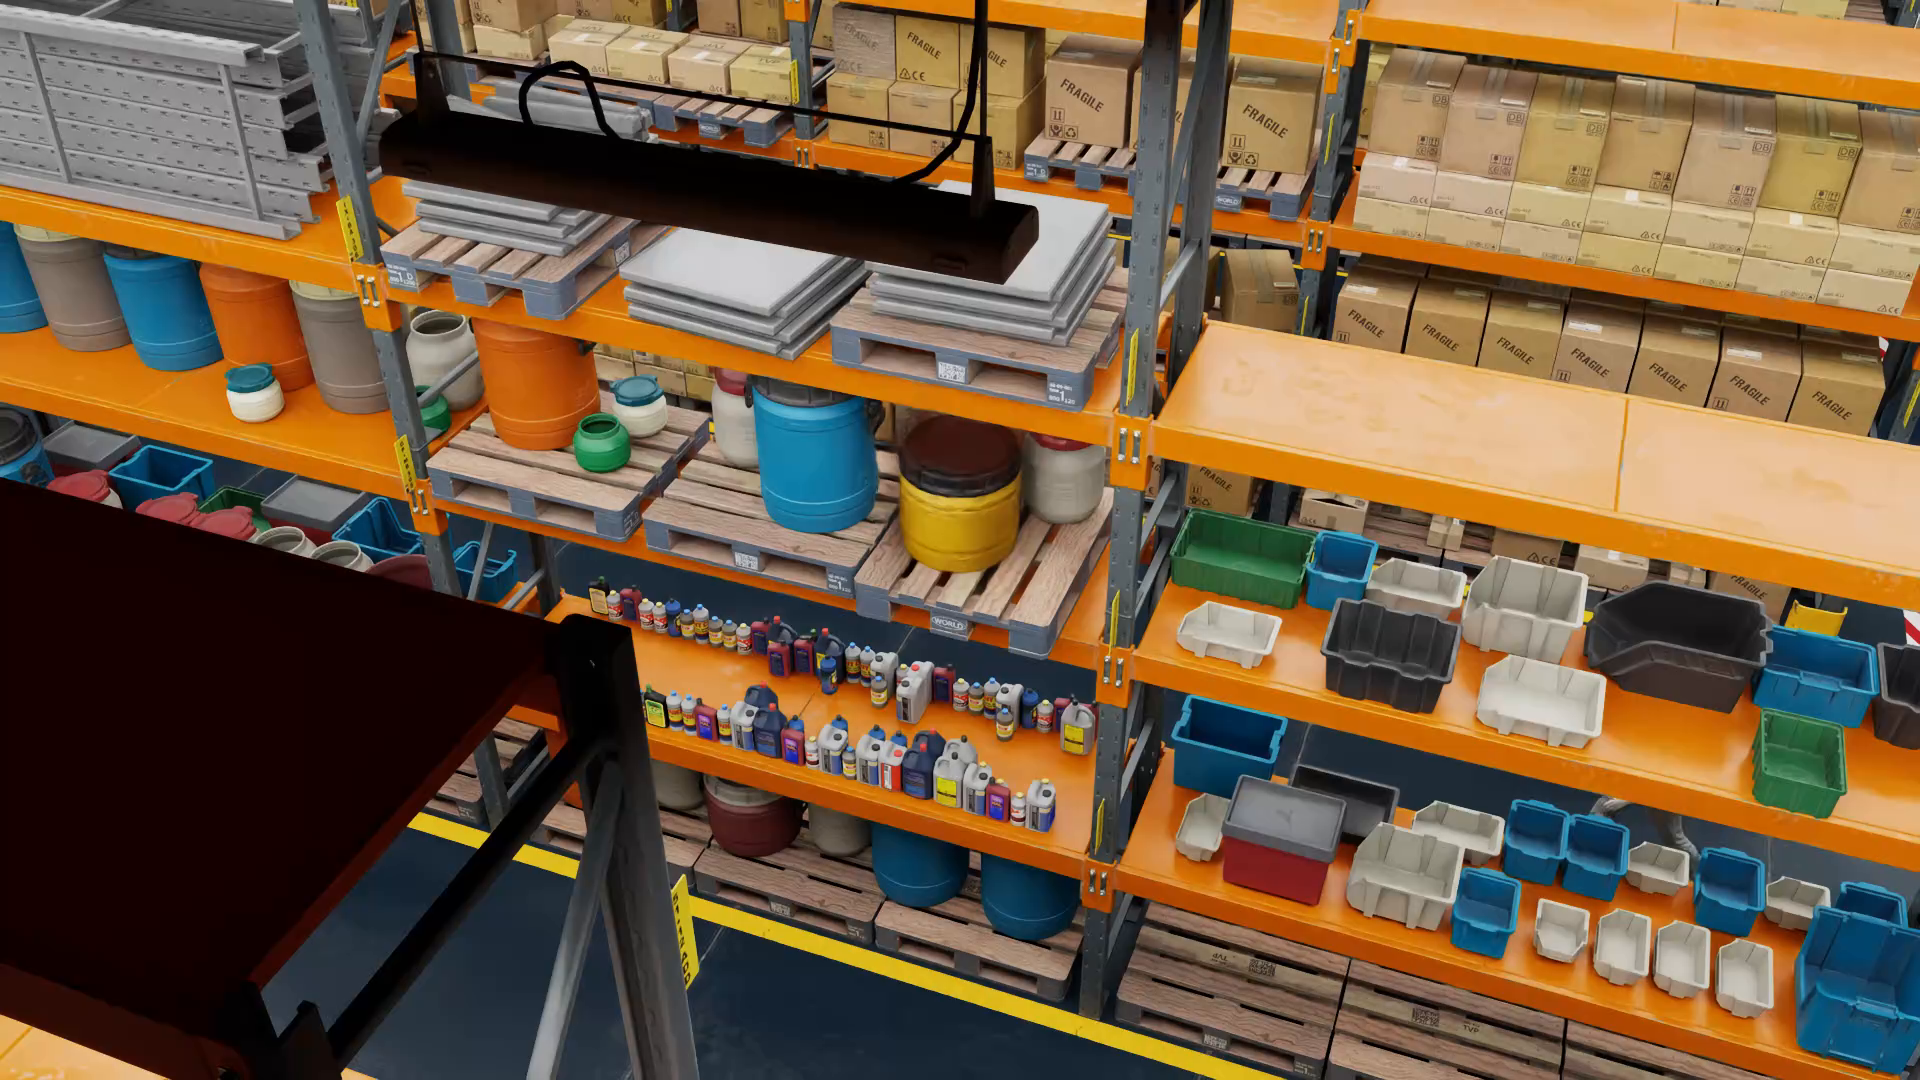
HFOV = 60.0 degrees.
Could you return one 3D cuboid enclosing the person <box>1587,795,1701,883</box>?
[{"bbox_3d":[4.169,1.435,10.046,1.023,1.624,0.540,11,38,14],"label":"person"}]
